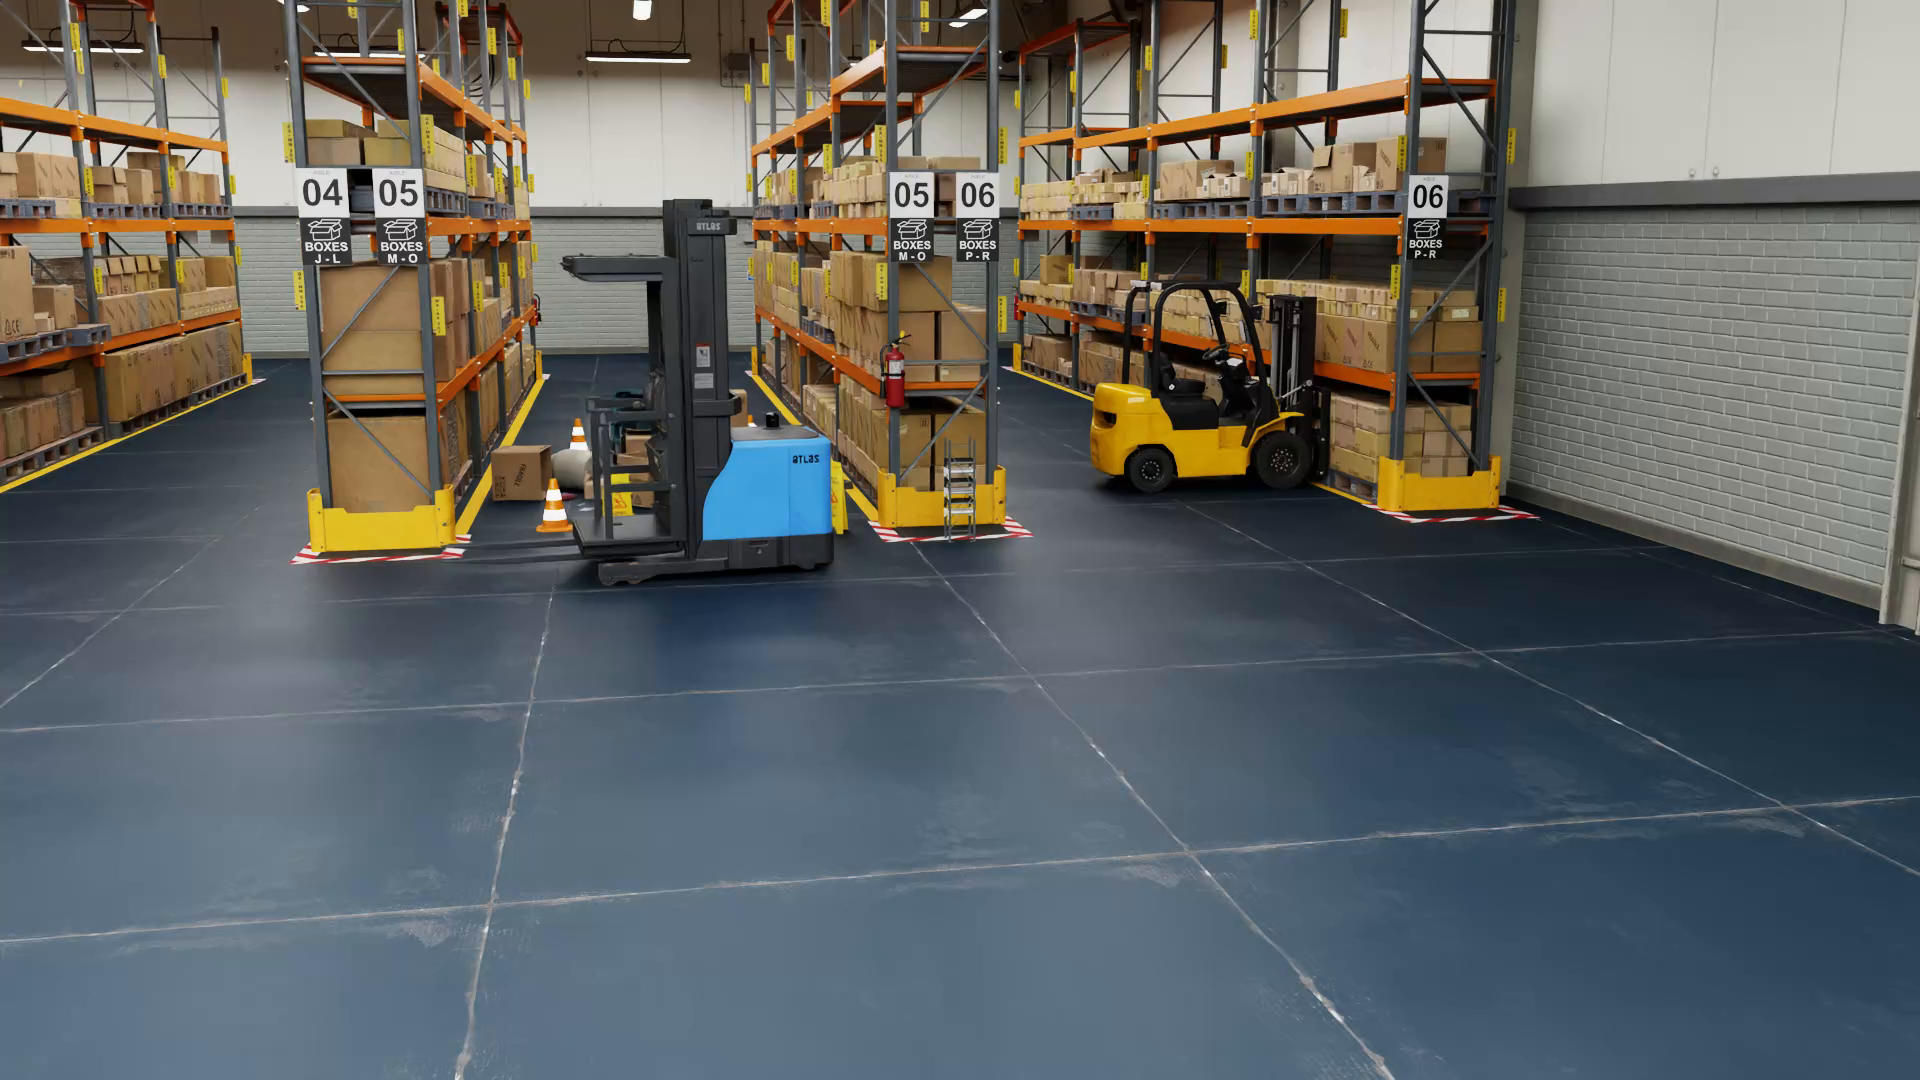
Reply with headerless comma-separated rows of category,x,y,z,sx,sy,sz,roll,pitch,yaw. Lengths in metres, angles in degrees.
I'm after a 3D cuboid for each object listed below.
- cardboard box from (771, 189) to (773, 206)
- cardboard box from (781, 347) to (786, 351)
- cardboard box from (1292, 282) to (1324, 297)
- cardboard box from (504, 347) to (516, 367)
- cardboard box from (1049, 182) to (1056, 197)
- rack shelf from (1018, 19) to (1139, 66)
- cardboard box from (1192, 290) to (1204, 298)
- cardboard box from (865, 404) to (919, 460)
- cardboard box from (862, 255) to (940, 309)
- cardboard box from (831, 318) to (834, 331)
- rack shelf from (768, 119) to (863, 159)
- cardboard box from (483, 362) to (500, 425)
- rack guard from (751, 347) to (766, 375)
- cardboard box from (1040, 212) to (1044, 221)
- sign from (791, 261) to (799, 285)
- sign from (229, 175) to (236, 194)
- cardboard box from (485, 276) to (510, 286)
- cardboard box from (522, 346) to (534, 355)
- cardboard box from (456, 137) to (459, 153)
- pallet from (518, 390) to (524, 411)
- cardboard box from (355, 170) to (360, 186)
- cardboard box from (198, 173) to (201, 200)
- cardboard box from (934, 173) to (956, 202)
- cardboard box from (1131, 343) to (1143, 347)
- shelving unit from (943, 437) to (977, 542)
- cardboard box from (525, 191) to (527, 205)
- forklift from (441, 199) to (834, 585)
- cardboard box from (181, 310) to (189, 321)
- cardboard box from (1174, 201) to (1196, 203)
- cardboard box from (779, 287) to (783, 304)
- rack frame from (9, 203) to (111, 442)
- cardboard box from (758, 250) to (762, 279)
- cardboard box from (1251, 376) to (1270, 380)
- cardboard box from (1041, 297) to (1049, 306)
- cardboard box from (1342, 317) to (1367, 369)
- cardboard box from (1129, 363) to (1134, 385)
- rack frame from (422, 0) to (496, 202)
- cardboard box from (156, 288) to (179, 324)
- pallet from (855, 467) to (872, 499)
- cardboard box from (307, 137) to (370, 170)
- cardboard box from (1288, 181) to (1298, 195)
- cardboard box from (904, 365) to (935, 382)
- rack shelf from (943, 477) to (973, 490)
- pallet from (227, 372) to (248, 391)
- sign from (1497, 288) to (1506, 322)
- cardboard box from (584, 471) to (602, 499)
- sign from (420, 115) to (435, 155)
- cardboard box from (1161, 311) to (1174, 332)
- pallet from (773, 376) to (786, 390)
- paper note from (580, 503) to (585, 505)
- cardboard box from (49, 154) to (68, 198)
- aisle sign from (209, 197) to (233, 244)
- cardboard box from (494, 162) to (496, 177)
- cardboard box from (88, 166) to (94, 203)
cardboard box,-2.736,-5.334,25.914,0.396,0.266,0.258,-2,11,-12
cardboard box,-2.682,-3.056,28.458,0.875,0.438,0.875,-2,11,-13
cardboard box,3.929,-2.795,18.560,0.380,0.149,0.250,-2,11,-12
cardboard box,-6.730,-2.655,24.177,0.500,0.250,0.500,-3,11,-14
cardboard box,1.846,-6.068,28.799,0.500,0.250,0.500,-2,11,-10
rack shelf,1.989,-8.599,28.845,1.077,0.370,4.000,-2,11,-11
cardboard box,3.244,-3.240,21.696,0.380,0.149,0.250,-2,11,-13
cardboard box,-0.673,-1.081,16.579,0.500,0.500,0.500,-2,11,-9
cardboard box,-0.561,-2.489,16.016,0.700,0.500,0.500,-2,11,-10
cardboard box,-1.305,-2.525,19.488,0.380,0.149,0.250,-2,11,-10
rack shelf,-2.101,-5.855,24.387,1.077,0.370,4.000,-2,11,-11
cardboard box,-6.518,-1.879,21.440,1.050,0.750,0.750,-2,11,-12
rack guard,-3.273,-3.335,30.881,1.175,0.500,0.348,-2,11,-11
cardboard box,1.637,-5.738,29.472,0.380,0.149,0.250,-2,11,-11
sign,-2.256,-3.639,22.698,0.100,0.325,0.005,-2,11,-11
sign,-12.454,-6.085,28.465,0.100,0.325,0.005,-2,11,-11
cardboard box,-7.057,-3.935,25.306,0.380,0.149,0.250,-2,11,-8
cardboard box,-7.585,-3.279,28.813,0.380,0.149,0.250,-2,11,-12
cardboard box,-5.289,-4.008,16.861,0.380,0.149,0.250,-2,11,-11
pallet,-7.173,-2.114,25.238,1.003,0.211,1.213,-2,11,-11
cardboard box,-5.488,-3.173,14.604,0.380,0.149,0.250,-2,11,-10
cardboard box,-12.696,-5.682,26.848,0.700,0.500,0.500,-3,11,-15
cardboard box,0.007,-3.272,15.448,0.500,0.250,0.500,-2,11,-12
cardboard box,2.921,-3.055,26.554,0.380,0.149,0.250,-2,11,-9
shelving unit,-0.002,-0.444,14.620,0.258,0.900,0.210,-2,11,-11
cardboard box,-7.664,-5.837,28.380,0.500,0.250,0.500,-2,11,-13
forklift,-2.593,-1.198,13.154,3.031,2.935,1.130,-3,11,-17
cardboard box,-11.942,-3.407,25.249,0.380,0.149,0.250,-2,11,-11
cardboard box,3.287,-4.990,24.206,0.380,0.149,0.250,-2,11,-11
cardboard box,-2.480,-3.718,25.271,0.500,0.250,0.500,-2,11,-10
rack frame,-11.433,-2.731,21.022,1.000,3.000,0.127,-2,11,-11
cardboard box,-3.239,-4.812,29.014,0.500,0.500,0.500,-2,11,-11
cardboard box,3.720,-1.785,19.611,0.500,0.250,0.500,-2,11,-12
cardboard box,1.668,-4.260,29.730,0.380,0.149,0.250,-2,11,-10
cardboard box,4.267,-2.031,17.075,0.500,0.500,0.500,-2,11,-9
cardboard box,2.776,-2.413,24.913,0.500,0.500,0.500,-2,11,-12
rack frame,-6.548,-5.840,21.312,1.000,3.000,0.127,-2,11,-11
cardboard box,-11.852,-3.438,24.469,0.500,0.500,0.500,-2,11,-11
pallet,-0.528,-0.642,17.504,1.003,0.211,1.213,-2,11,-11
cardboard box,-5.361,-3.307,14.239,0.500,0.250,0.500,-2,11,-10
cardboard box,3.873,-3.910,18.477,0.380,0.149,0.250,-2,11,-9
cardboard box,-0.439,-1.561,15.550,0.380,0.149,0.250,-2,11,-9
rack shelf,-0.002,-0.499,14.609,0.258,0.077,0.200,-2,11,-11
pallet,-12.757,-2.684,28.236,1.003,0.211,1.213,-2,11,-11
sign,5.257,-2.289,16.171,0.100,0.325,0.005,-2,11,-11
cardboard box,-3.629,-0.568,16.969,0.396,0.266,0.258,0,11,-1
sign,-4.447,-3.386,13.894,0.100,0.325,0.005,-2,11,-11
cardboard box,3.095,-3.016,22.922,0.500,0.250,0.500,-2,11,-12
pallet,-2.561,-2.597,27.778,1.003,0.211,1.213,-2,11,-11
paper note,-3.761,-0.353,16.527,0.032,0.001,0.123,4,11,18
cardboard box,-10.985,-4.327,19.782,0.500,0.500,0.500,-2,11,-11
aisle sign,-12.709,-5.499,28.615,0.394,0.787,0.004,-2,11,-11
cardboard box,-6.457,-4.970,22.450,0.396,0.266,0.258,-2,11,-11
cardboard box,-11.876,-4.724,22.082,0.500,0.500,0.500,-2,11,-8
